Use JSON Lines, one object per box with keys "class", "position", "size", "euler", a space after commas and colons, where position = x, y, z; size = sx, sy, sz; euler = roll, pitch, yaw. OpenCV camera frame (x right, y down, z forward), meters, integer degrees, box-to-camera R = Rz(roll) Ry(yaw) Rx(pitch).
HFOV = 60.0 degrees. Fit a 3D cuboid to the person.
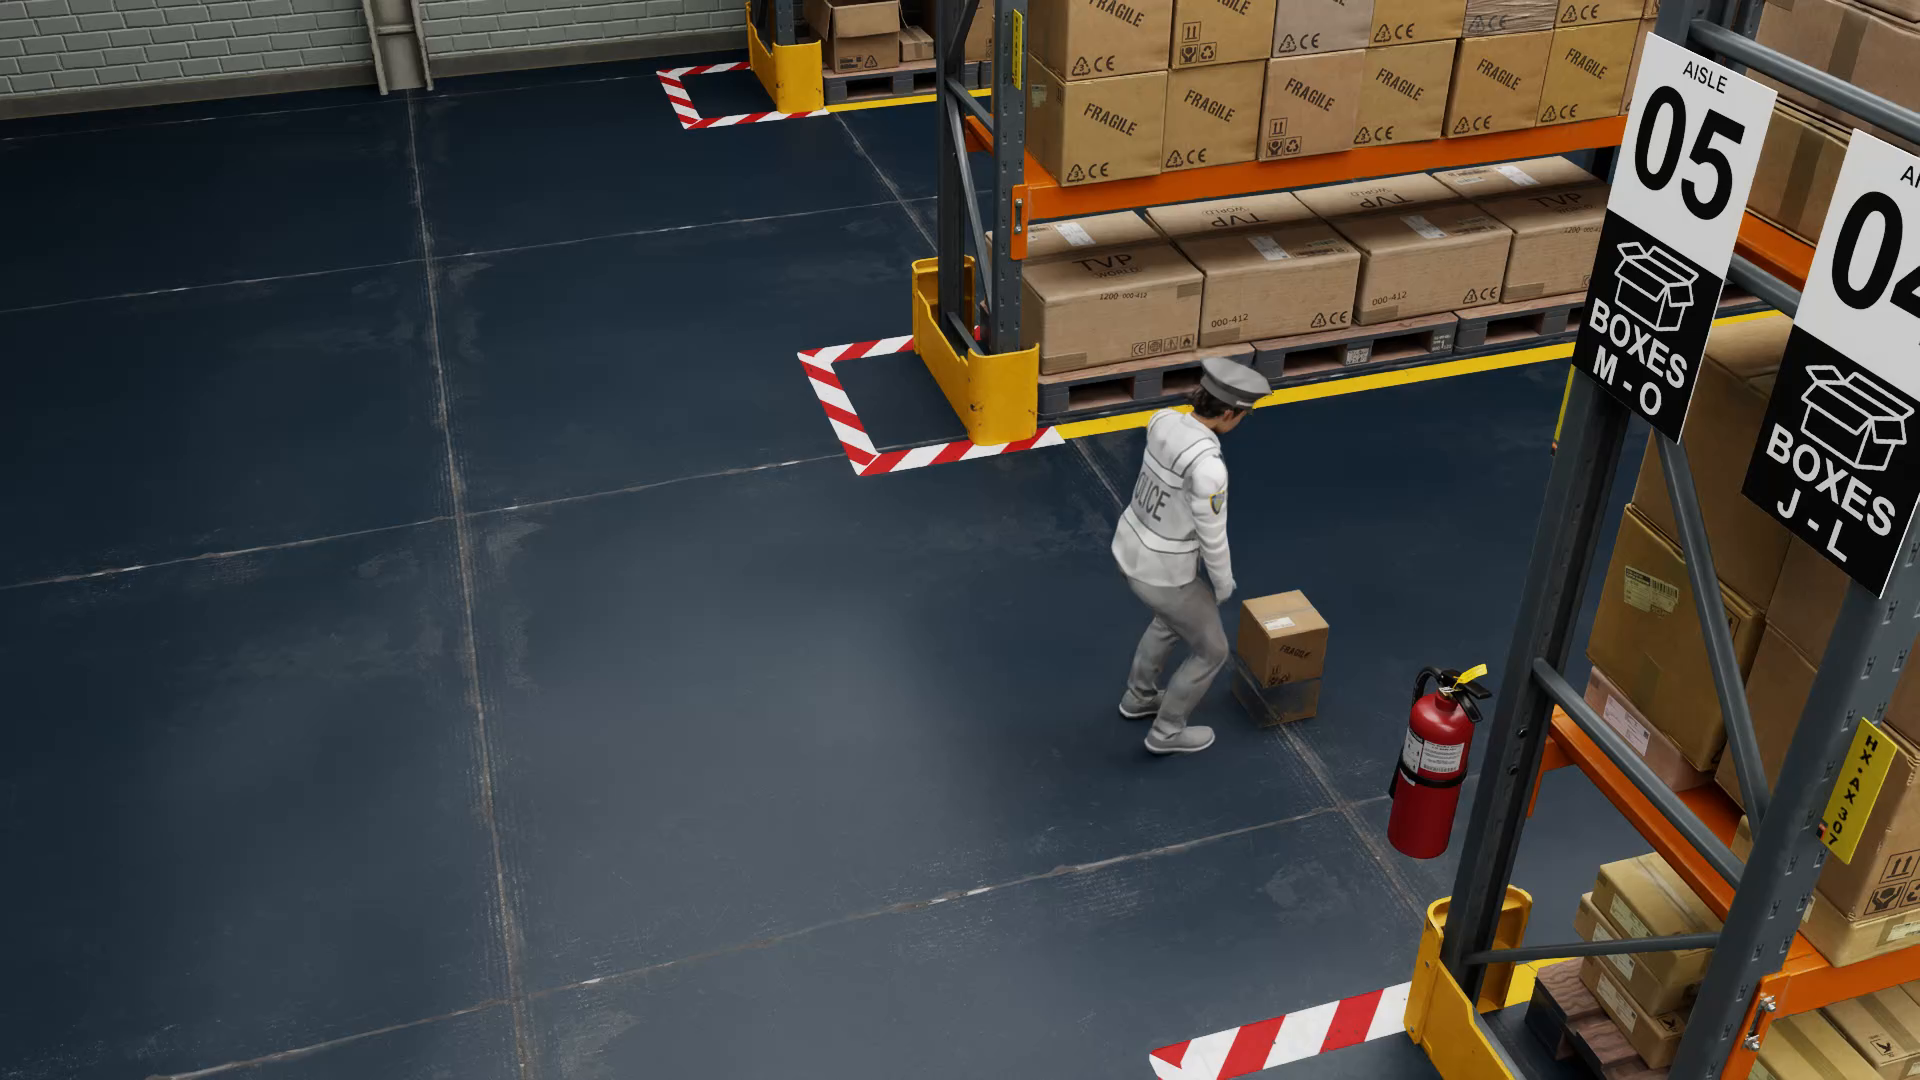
{"class": "person", "position": [0.818, 0.066, 6.135], "size": [0.526, 1.576, 0.516], "euler": [-9, 35, -14]}
